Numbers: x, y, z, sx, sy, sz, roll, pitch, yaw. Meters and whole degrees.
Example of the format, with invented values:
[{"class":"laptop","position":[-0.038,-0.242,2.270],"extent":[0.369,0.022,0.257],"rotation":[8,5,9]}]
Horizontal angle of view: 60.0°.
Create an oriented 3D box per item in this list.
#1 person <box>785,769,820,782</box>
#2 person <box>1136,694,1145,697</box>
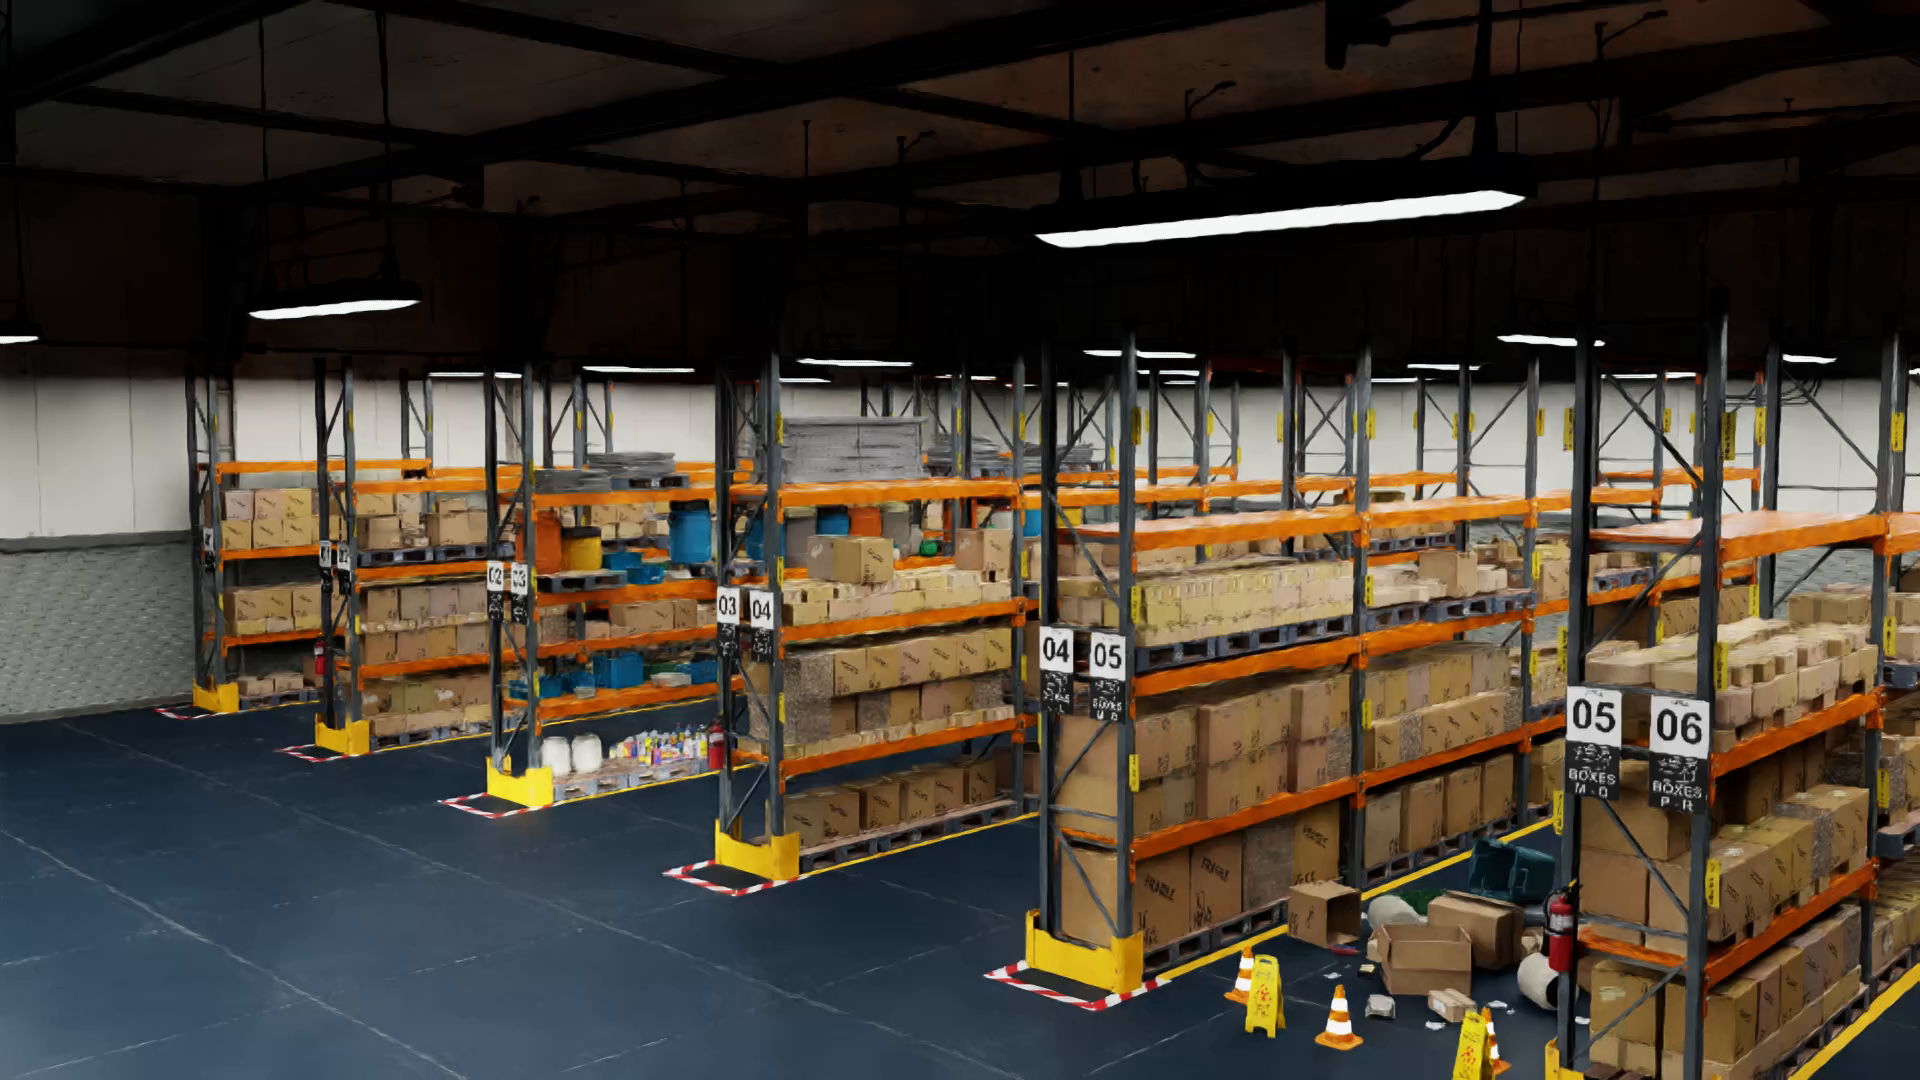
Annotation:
[{"class":"person","position":[-2.279,2.553,23.442],"extent":[0.446,1.604,1.016],"rotation":[3,5,35]},{"class":"person","position":[2.322,2.621,21.370],"extent":[0.451,1.781,0.605],"rotation":[1,5,14]}]
